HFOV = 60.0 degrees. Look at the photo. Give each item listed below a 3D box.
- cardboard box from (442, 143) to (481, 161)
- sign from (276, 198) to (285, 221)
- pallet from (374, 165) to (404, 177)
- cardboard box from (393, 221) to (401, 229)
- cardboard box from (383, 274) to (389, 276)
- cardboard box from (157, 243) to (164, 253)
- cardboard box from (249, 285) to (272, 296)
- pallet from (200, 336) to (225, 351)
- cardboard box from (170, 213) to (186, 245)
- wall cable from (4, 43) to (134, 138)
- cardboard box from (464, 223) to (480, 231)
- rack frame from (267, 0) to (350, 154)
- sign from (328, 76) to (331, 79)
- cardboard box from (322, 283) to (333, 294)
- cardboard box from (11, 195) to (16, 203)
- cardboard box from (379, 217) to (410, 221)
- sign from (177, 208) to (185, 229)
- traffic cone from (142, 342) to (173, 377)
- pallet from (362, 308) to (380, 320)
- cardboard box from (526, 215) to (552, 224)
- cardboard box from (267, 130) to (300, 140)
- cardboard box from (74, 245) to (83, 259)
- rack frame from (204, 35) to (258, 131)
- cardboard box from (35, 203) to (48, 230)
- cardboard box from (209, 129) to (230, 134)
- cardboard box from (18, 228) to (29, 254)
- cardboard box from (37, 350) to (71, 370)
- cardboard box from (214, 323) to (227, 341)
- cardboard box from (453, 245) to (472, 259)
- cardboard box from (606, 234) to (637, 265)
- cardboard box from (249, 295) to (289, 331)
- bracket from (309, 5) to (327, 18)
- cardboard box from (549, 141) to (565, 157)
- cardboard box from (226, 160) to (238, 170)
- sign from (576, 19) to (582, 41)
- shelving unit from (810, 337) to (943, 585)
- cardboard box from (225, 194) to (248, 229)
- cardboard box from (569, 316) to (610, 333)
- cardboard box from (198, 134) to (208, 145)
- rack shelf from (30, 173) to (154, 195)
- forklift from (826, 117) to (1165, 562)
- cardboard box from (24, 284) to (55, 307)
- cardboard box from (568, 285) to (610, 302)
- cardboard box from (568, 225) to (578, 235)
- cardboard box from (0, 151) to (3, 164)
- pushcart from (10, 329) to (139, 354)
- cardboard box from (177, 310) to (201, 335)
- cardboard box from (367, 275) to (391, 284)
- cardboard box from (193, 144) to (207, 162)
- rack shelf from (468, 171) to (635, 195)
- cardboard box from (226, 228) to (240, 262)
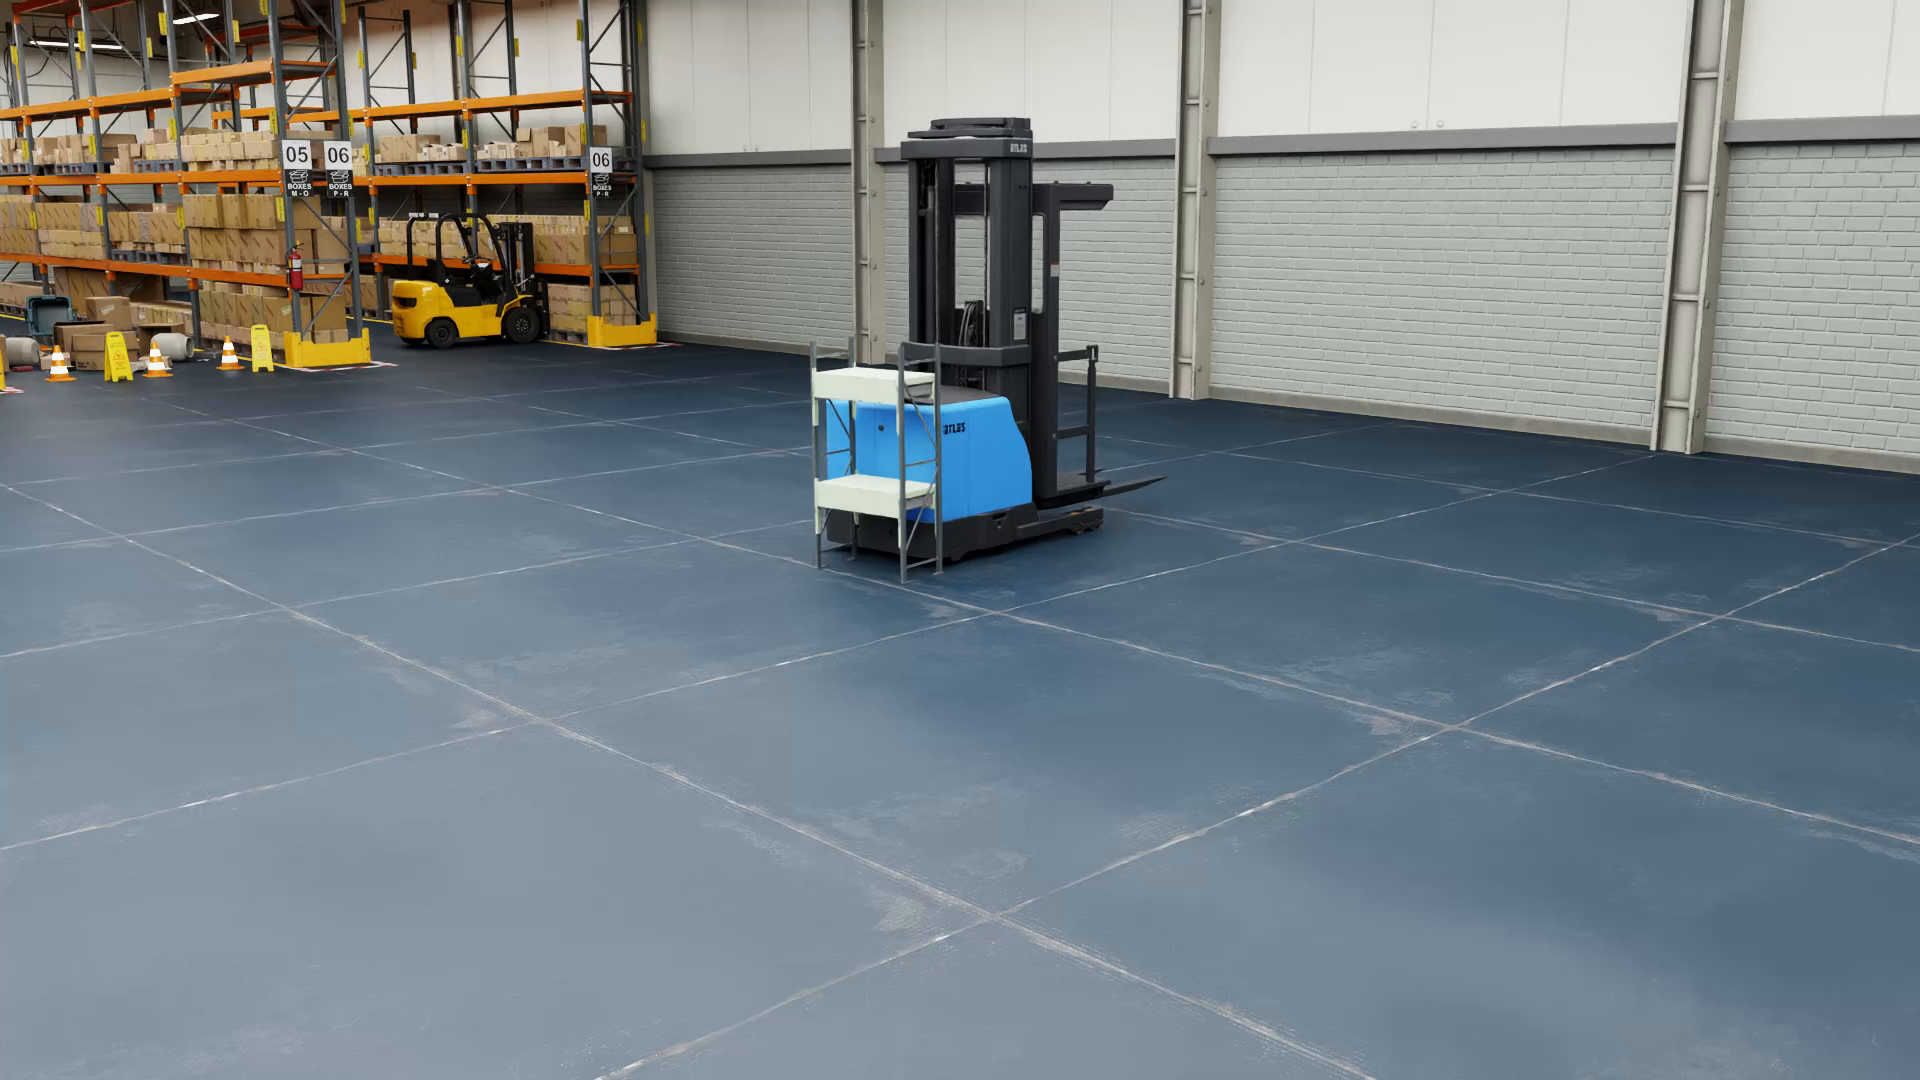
[{"bbox_3d":[-9.085,-7.074,30.315,0.500,0.311,0.500,11,16,43],"label":"cardboard box"},{"bbox_3d":[-9.649,-4.694,23.610,0.100,0.325,0.005,-11,16,-43],"label":"sign"},{"bbox_3d":[-10.638,-7.197,32.443,1.213,0.211,1.003,-10,15,-40],"label":"pallet"},{"bbox_3d":[-10.783,-6.113,32.293,0.380,0.149,0.250,-10,16,-41],"label":"cardboard box"},{"bbox_3d":[-11.699,-5.393,34.199,0.380,0.149,0.250,-11,16,-42],"label":"cardboard box"},{"bbox_3d":[-13.103,-4.860,27.649,0.380,0.149,0.250,-11,16,-42],"label":"cardboard box"},{"bbox_3d":[-10.449,-3.753,24.999,0.380,0.149,0.250,-11,16,-42],"label":"cardboard box"},{"bbox_3d":[-11.507,-3.172,26.783,1.003,0.211,1.213,-11,16,-43],"label":"pallet"},{"bbox_3d":[-12.481,-5.066,27.043,0.500,0.500,0.500,-11,16,-44],"label":"cardboard box"},{"bbox_3d":[-21.828,-10.616,41.048,2.988,3.039,0.133,-11,16,-43],"label":"wall cable"},{"bbox_3d":[-8.805,-5.708,30.329,0.380,0.149,0.250,-10,15,-41],"label":"cardboard box"},{"bbox_3d":[-9.234,-6.985,23.514,1.000,3.000,0.127,-11,16,-43],"label":"rack frame"},{"bbox_3d":[-13.536,-10.042,35.644,0.100,0.325,0.005,-11,16,-43],"label":"sign"},{"bbox_3d":[-13.046,-5.220,34.968,0.500,0.500,0.500,11,16,43],"label":"cardboard box"},{"bbox_3d":[-18.801,-6.850,33.395,0.380,0.149,0.250,-11,16,-44],"label":"cardboard box"},{"bbox_3d":[-11.413,-6.258,33.564,0.500,0.500,0.500,-10,15,-40],"label":"cardboard box"},{"bbox_3d":[-12.395,-5.120,26.458,0.100,0.325,0.005,-11,16,-43],"label":"sign"},{"bbox_3d":[-11.032,-2.483,22.816,0.336,0.463,0.334,-11,16,-43],"label":"traffic cone"},{"bbox_3d":[-11.659,-4.655,33.982,1.003,0.211,1.213,-11,16,-43],"label":"pallet"},{"bbox_3d":[-7.271,-5.536,28.757,0.380,0.149,0.250,-11,16,-42],"label":"cardboard box"},{"bbox_3d":[-9.681,-5.792,23.802,0.380,0.149,0.250,-11,16,-42],"label":"cardboard box"},{"bbox_3d":[-15.996,-5.326,30.703,0.500,0.250,0.500,-11,16,-43],"label":"cardboard box"},{"bbox_3d":[-16.696,-10.012,38.208,1.000,3.000,0.127,-11,16,-43],"label":"rack frame"},{"bbox_3d":[-17.425,-6.232,32.003,0.500,0.500,0.500,-11,16,-42],"label":"cardboard box"},{"bbox_3d":[-12.461,-6.689,27.604,0.500,0.250,0.500,-11,16,-44],"label":"cardboard box"},{"bbox_3d":[-18.385,-5.953,33.126,0.500,0.500,0.500,11,16,44],"label":"cardboard box"},{"bbox_3d":[-12.987,-2.593,23.837,0.396,0.266,0.258,-8,14,-33],"label":"cardboard box"},{"bbox_3d":[-11.407,-3.289,26.217,0.500,0.250,0.500,-10,15,-39],"label":"cardboard box"},{"bbox_3d":[-8.946,-5.286,30.508,0.500,0.250,0.500,-10,16,-41],"label":"cardboard box"},{"bbox_3d":[-5.788,-4.899,28.008,0.500,0.500,0.500,-10,15,-41],"label":"cardboard box"},{"bbox_3d":[-10.338,-3.429,25.037,0.500,0.500,0.500,-10,15,-40],"label":"cardboard box"},{"bbox_3d":[-13.732,-11.309,35.580,0.235,0.232,0.430,-11,16,-43],"label":"bracket"},{"bbox_3d":[-6.613,-6.513,27.699,0.396,0.266,0.258,-11,16,-42],"label":"cardboard box"},{"bbox_3d":[-10.775,-5.624,24.964,0.380,0.149,0.250,-11,16,-43],"label":"cardboard box"},{"bbox_3d":[-6.049,-8.100,26.415,0.100,0.325,0.005,-11,16,-43],"label":"sign"},{"bbox_3d":[-0.539,-0.530,10.757,0.755,1.500,0.431,9,15,37],"label":"shelving unit"},{"bbox_3d":[-10.515,-4.910,24.848,0.700,0.500,0.500,-11,16,-43],"label":"cardboard box"},{"bbox_3d":[-6.199,-3.622,27.834,0.500,0.250,0.500,-11,16,-42],"label":"cardboard box"},{"bbox_3d":[-11.476,-6.160,25.590,0.380,0.149,0.250,-11,16,-43],"label":"cardboard box"},{"bbox_3d":[-16.140,-6.623,30.973,1.077,0.370,4.000,-11,16,-43],"label":"rack shelf"},{"bbox_3d":[0.407,-1.532,12.085,1.130,2.935,3.031,10,15,39],"label":"forklift"},{"bbox_3d":[-18.495,-4.986,33.987,0.875,0.438,0.875,11,16,43],"label":"cardboard box"},{"bbox_3d":[-6.190,-4.111,27.729,0.500,0.250,0.500,-10,15,-41],"label":"cardboard box"},{"bbox_3d":[-6.286,-5.150,27.621,0.380,0.149,0.250,-11,16,-42],"label":"cardboard box"},{"bbox_3d":[-19.286,-7.836,34.013,0.500,0.311,0.500,-11,16,-42],"label":"cardboard box"},{"bbox_3d":[-13.611,-3.021,25.640,0.936,0.377,1.648,6,13,26],"label":"pushcart"},{"bbox_3d":[-12.360,-3.625,27.546,0.950,0.372,0.625,-11,16,-42],"label":"cardboard box"},{"bbox_3d":[-11.695,-5.242,33.469,0.250,0.149,0.380,11,16,42],"label":"cardboard box"},{"bbox_3d":[-11.527,-5.995,25.780,0.500,0.250,0.500,-11,16,-43],"label":"cardboard box"},{"bbox_3d":[-7.027,-6.148,28.666,1.077,0.370,4.000,-11,16,-43],"label":"rack shelf"},{"bbox_3d":[-10.830,-4.506,25.364,0.500,0.500,0.500,-11,16,-42],"label":"cardboard box"}]
